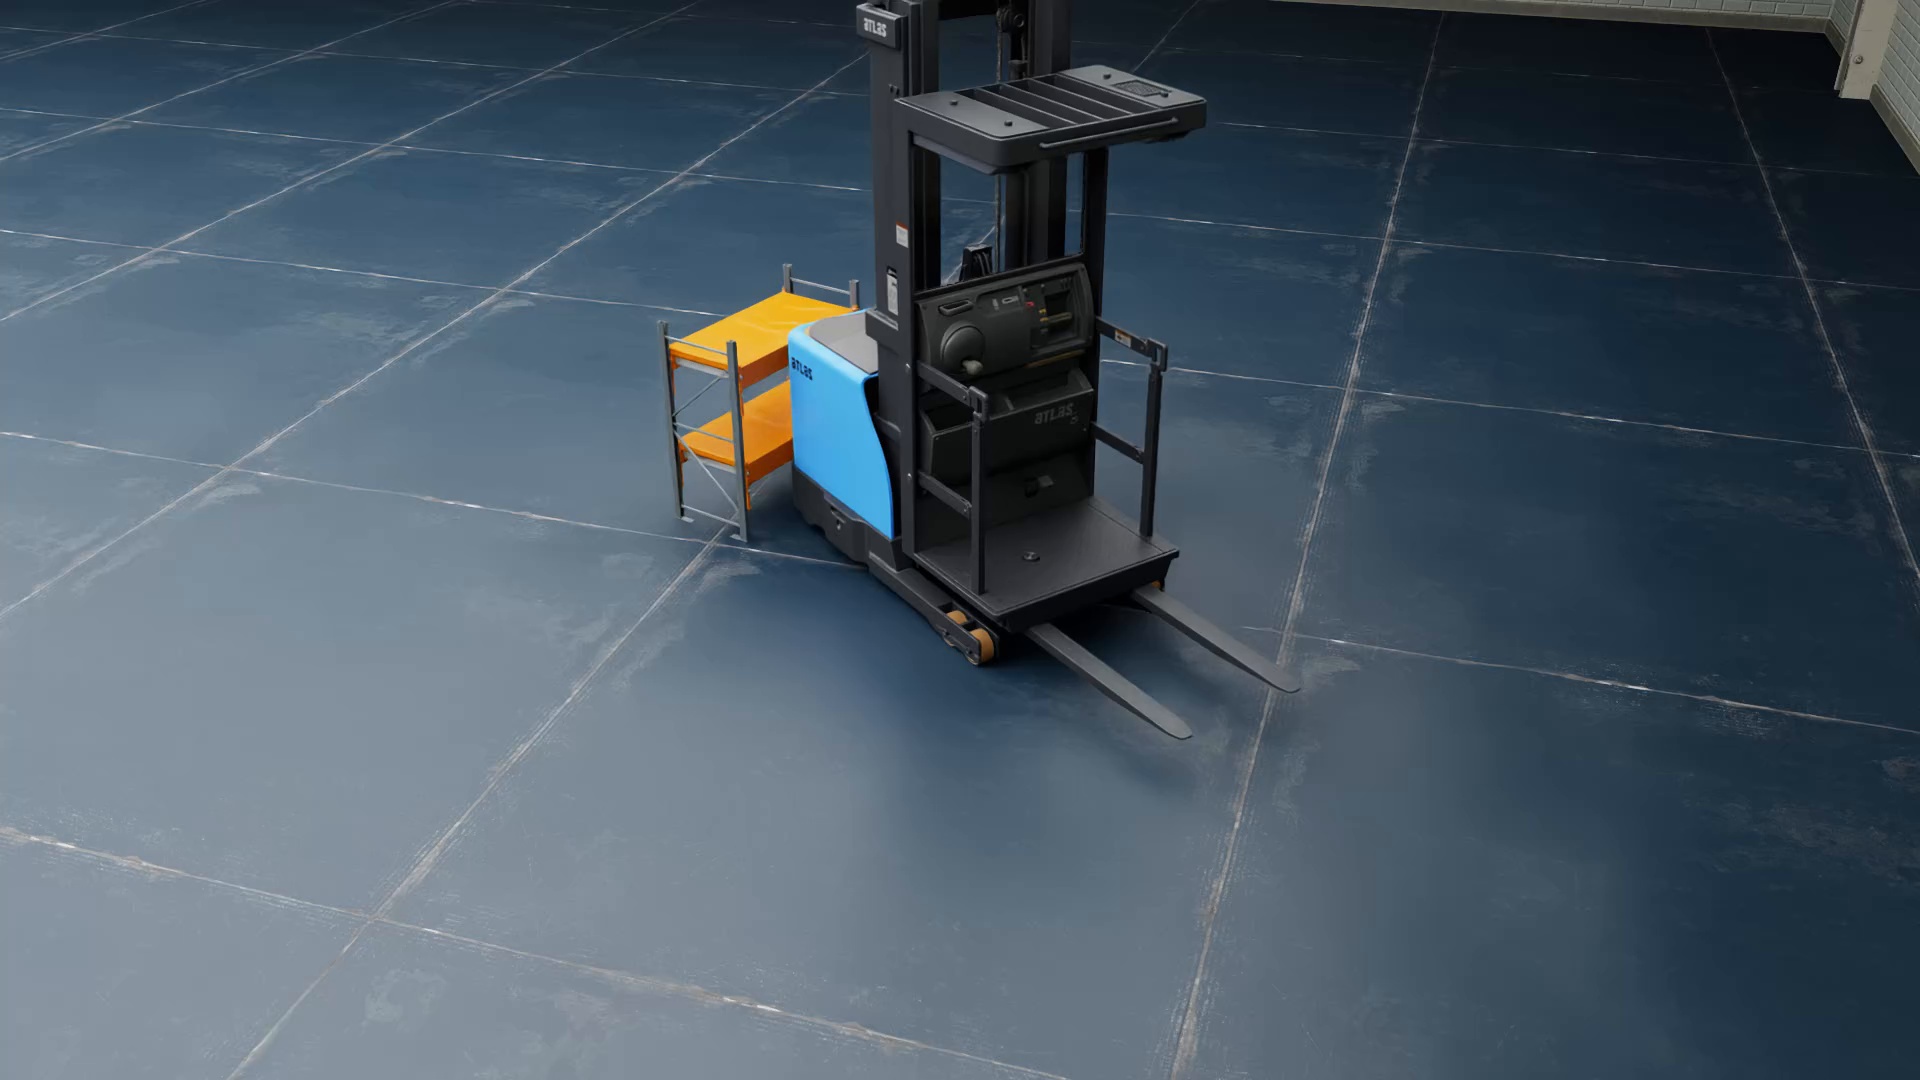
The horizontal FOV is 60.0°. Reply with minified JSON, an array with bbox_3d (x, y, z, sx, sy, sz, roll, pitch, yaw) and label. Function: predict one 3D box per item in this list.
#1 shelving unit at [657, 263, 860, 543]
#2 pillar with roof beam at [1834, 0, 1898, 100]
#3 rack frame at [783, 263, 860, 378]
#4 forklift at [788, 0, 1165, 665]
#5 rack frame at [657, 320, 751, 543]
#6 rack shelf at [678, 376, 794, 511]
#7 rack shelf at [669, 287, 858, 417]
[{"bbox_3d":[-1.039,-0.758,8.955,0.538,1.125,1.048,18,34,29],"label":"shelving unit"},{"bbox_3d":[4.963,-9.081,15.818,9.100,9.000,0.400,8,30,15],"label":"pillar with roof beam"},{"bbox_3d":[-0.760,-0.964,9.326,0.500,1.125,0.032,18,34,29],"label":"rack frame"},{"bbox_3d":[0.342,-0.968,7.474,1.130,2.935,3.031,-18,34,-29],"label":"forklift"},{"bbox_3d":[-1.319,-0.551,8.584,0.500,1.125,0.032,18,34,29],"label":"rack frame"},{"bbox_3d":[-1.039,-0.544,9.074,0.538,0.278,1.000,18,34,29],"label":"rack shelf"},{"bbox_3d":[-1.039,-1.013,8.813,0.538,0.278,1.000,18,34,29],"label":"rack shelf"}]
